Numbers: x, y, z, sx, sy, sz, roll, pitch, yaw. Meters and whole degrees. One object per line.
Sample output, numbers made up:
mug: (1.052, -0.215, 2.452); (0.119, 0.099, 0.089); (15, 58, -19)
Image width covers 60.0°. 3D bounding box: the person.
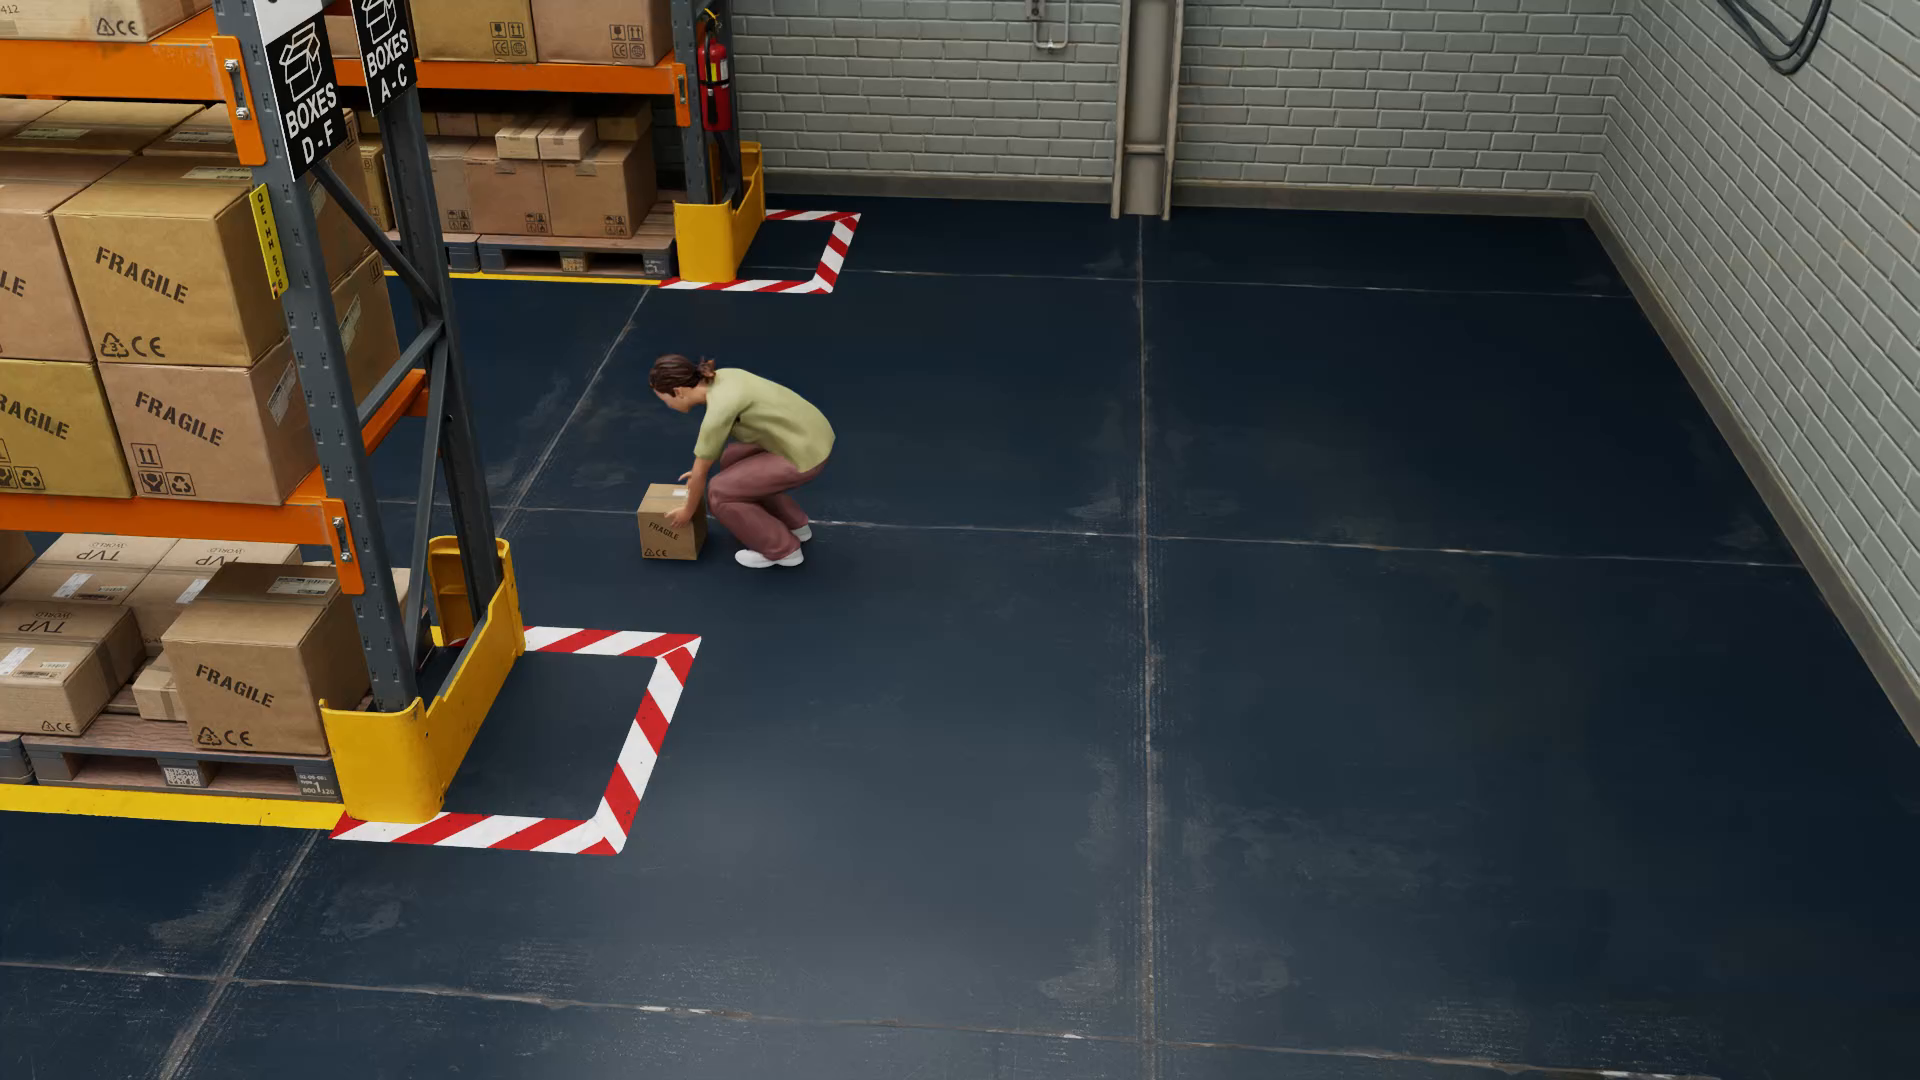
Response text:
person: (-0.950, -0.365, 7.361); (0.782, 0.998, 0.494); (2, 32, 4)
